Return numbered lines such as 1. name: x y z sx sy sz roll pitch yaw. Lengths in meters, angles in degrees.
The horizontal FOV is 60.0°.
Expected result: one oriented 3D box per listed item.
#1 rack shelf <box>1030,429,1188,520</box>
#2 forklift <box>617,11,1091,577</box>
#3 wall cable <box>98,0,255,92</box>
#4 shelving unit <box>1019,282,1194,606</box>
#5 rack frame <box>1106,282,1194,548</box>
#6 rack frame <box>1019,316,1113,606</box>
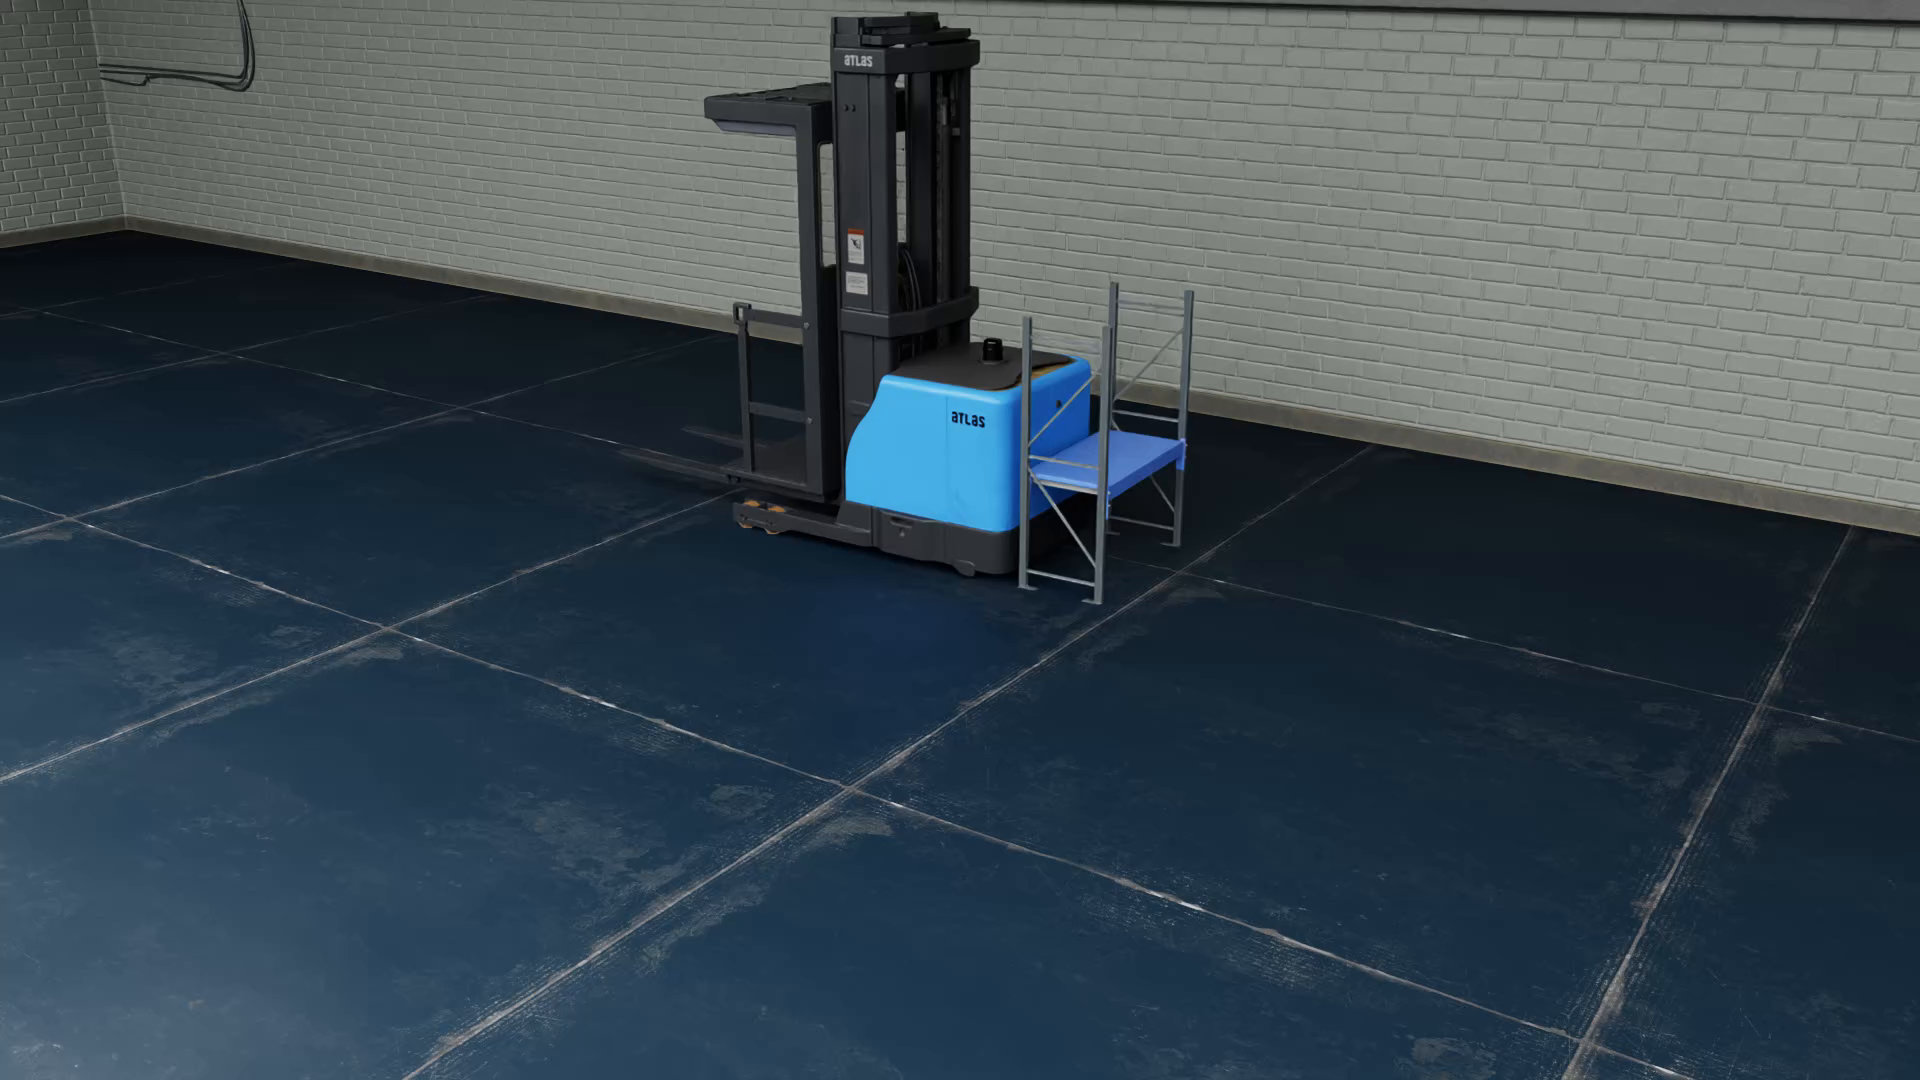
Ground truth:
1. rack shelf: 0.804 -0.386 9.165 0.538 0.185 1.000 12 23 29
2. forklift: -0.752 -1.544 9.715 3.031 2.935 1.130 13 24 31
3. wall cable: -8.696 -6.160 17.924 3.097 2.526 0.112 13 24 32
4. shelving unit: 0.804 -0.555 9.103 0.538 1.500 1.048 12 23 29
5. rack frame: 1.065 -0.706 9.512 0.500 1.500 0.032 12 23 29
6. rack frame: 0.543 -0.403 8.694 0.500 1.500 0.032 12 23 29
